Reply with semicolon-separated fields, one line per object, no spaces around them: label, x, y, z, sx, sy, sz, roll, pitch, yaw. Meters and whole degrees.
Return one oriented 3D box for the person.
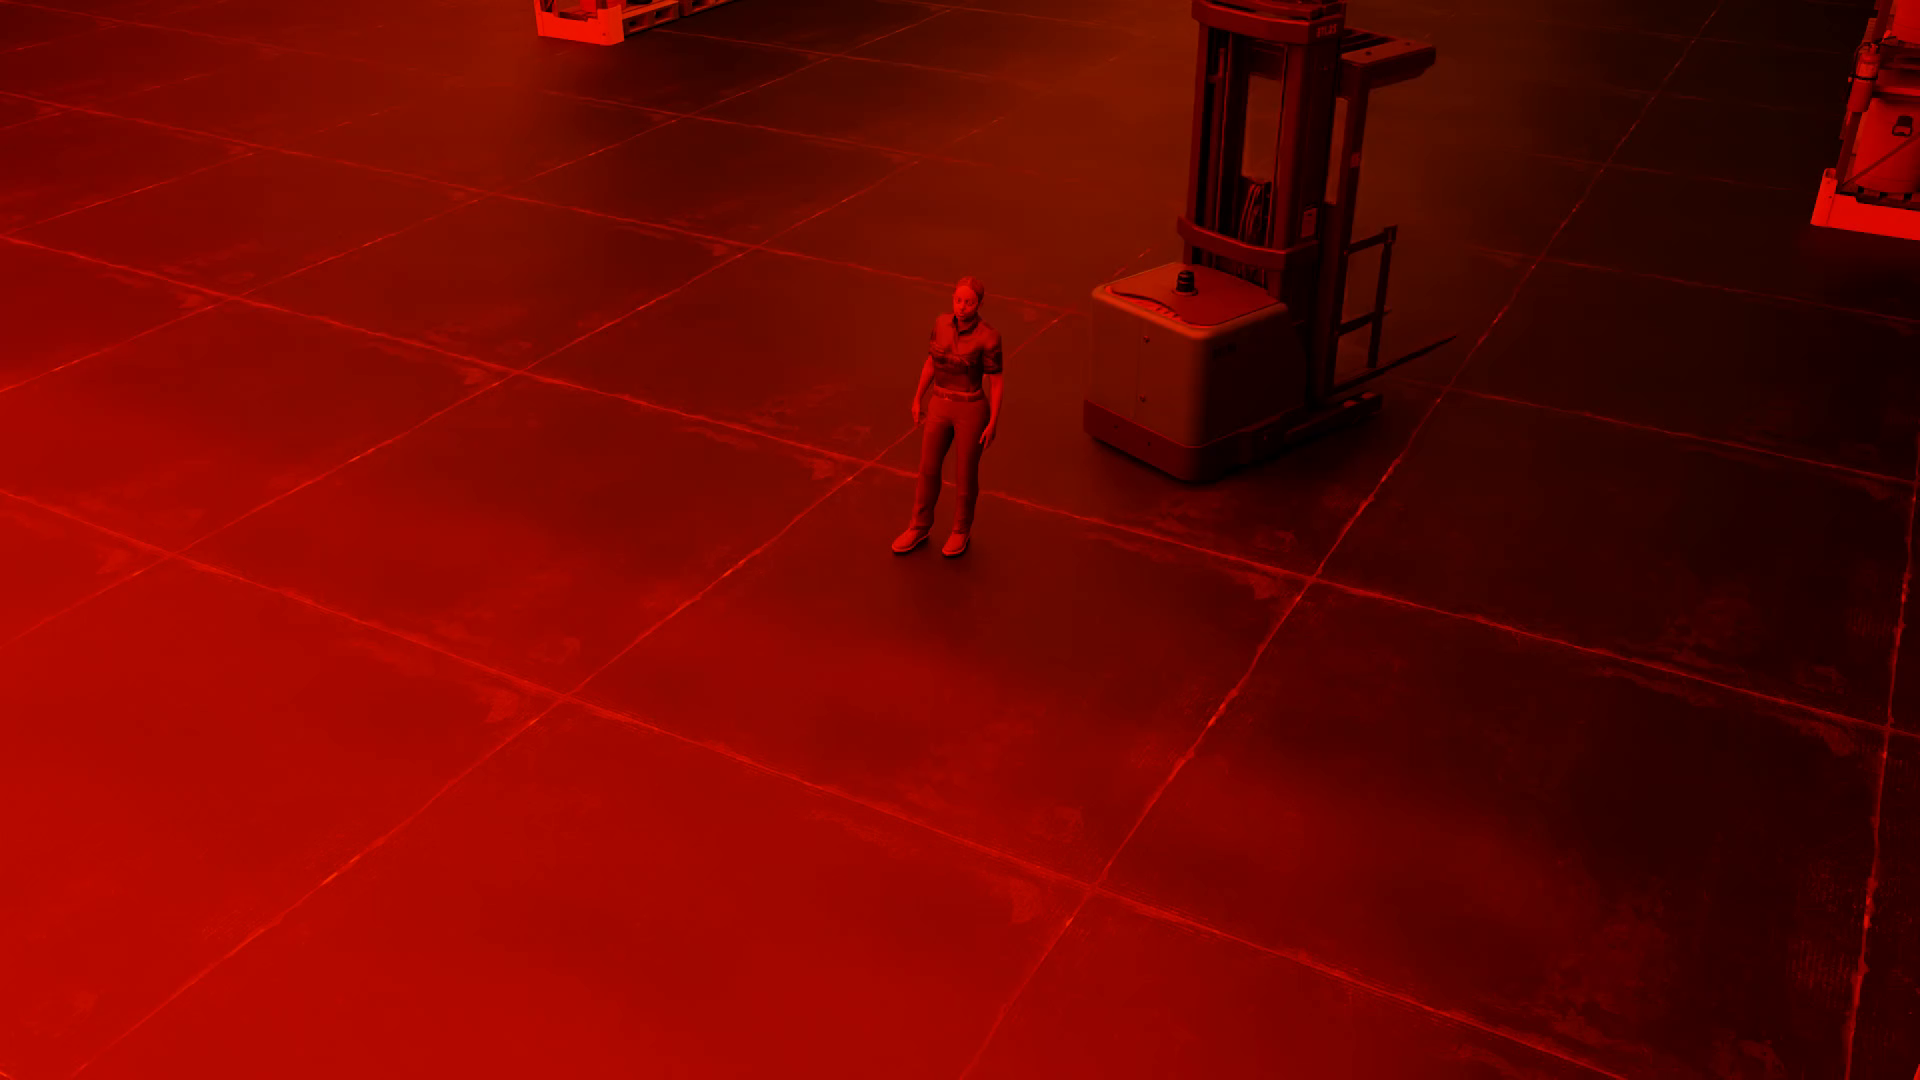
person;-0.060;-0.690;9.527;0.569;1.656;0.503;15;33;25

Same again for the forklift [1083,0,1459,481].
forklift;2.282;-2.240;10.951;3.031;2.935;1.130;-23;37;-34
